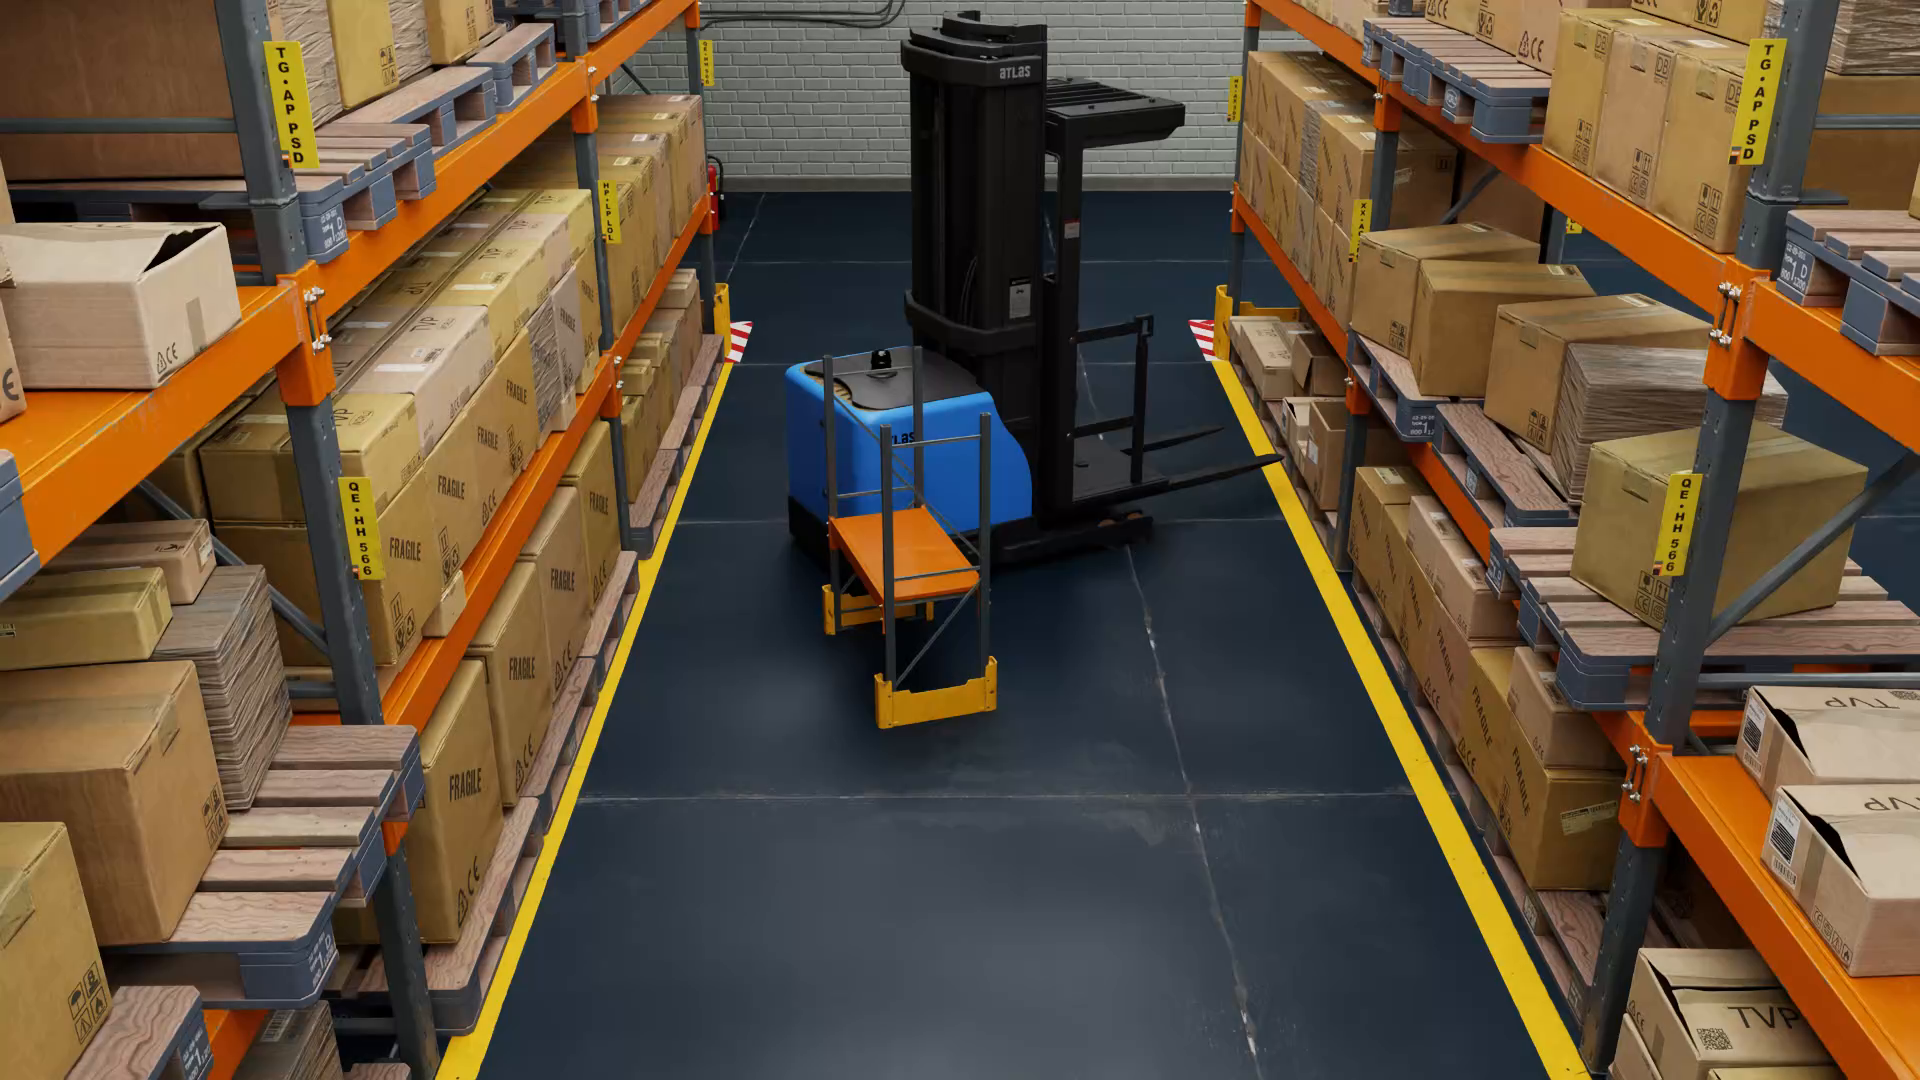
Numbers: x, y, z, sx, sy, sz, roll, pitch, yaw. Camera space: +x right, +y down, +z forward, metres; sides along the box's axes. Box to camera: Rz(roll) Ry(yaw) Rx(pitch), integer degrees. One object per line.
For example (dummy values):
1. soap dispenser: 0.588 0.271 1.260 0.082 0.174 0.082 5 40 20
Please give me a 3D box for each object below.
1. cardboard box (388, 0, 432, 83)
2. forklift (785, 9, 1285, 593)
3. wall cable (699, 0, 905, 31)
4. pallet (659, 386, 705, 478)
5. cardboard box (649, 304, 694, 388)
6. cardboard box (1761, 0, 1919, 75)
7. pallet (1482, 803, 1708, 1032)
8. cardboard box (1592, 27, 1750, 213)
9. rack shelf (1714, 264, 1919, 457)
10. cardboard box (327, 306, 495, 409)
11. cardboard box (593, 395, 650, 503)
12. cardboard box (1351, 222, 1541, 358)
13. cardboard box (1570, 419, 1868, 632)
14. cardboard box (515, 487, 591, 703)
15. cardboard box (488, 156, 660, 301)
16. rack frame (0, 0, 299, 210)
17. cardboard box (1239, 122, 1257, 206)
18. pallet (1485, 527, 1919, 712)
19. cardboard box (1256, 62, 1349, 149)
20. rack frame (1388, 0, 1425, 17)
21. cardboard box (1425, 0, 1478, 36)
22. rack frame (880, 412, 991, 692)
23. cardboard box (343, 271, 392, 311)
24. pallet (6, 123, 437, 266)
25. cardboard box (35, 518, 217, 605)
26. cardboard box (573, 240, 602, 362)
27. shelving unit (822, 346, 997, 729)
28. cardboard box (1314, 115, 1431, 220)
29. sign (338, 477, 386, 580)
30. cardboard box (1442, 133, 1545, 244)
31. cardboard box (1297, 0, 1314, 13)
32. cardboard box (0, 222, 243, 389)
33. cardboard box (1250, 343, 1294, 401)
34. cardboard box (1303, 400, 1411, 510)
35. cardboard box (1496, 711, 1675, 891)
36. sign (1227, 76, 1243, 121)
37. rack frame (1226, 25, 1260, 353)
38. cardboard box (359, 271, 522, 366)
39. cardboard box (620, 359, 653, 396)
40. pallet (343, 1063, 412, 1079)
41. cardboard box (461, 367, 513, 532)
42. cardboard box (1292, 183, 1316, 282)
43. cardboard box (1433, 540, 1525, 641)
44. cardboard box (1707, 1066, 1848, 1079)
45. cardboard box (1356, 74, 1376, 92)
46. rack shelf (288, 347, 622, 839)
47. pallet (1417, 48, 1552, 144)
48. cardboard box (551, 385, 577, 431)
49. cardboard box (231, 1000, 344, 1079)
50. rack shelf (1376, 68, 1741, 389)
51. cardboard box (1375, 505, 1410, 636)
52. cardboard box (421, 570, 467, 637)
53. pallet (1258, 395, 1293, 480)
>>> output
1. cardboard box: -2.429 -1.996 6.227 0.700 0.500 0.500 0 24 -1
2. forklift: 0.543 -1.462 9.425 3.031 2.935 1.130 -13 27 -27
3. wall cable: -2.088 -6.481 16.928 3.097 2.526 0.112 0 24 -1
4. pallet: -2.287 -0.729 11.106 1.003 0.211 1.213 0 24 -1
5. cardboard box: -2.271 -1.388 11.704 0.700 0.500 0.500 0 24 -1
6. cardboard box: 2.658 -1.605 4.684 0.500 0.500 0.500 0 24 -1
7. pallet: 2.686 1.405 6.387 1.003 0.211 1.213 0 24 -1
8. cardboard box: 2.612 -1.360 5.355 0.910 0.500 0.500 0 24 -1
9. rack shelf: 2.678 0.228 2.839 1.077 0.370 4.000 0 24 -1
10. cardboard box: -2.060 -0.681 6.200 0.500 0.250 0.500 0 24 0
11. cardboard box: -2.246 -0.543 9.834 0.700 0.500 0.500 0 24 0
12. cardboard box: 2.394 -1.246 8.235 0.700 0.500 0.500 -9 26 -18
13. cardboard box: 2.537 -0.053 5.597 0.700 0.500 0.500 -9 26 -18
14. cardboard box: -2.191 0.240 7.679 0.750 0.750 0.750 0 24 1
15. cardboard box: -2.333 -1.843 9.821 0.980 0.700 0.700 -1 24 -2
16. rack frame: -2.297 -2.267 3.843 1.000 3.000 0.127 0 24 -1
17. cardboard box: 2.310 -2.716 11.993 0.500 0.500 0.500 0 24 1
18. pallet: 2.579 0.251 5.788 1.213 0.211 1.003 0 24 -1
19. cardboard box: 2.324 -2.956 11.310 0.500 0.500 0.500 0 24 0
20. rack frame: 2.613 -3.939 7.540 1.000 3.000 0.127 0 24 -1
21. cardboard box: 2.545 -2.647 7.570 0.600 0.600 0.600 -3 24 -6
22. rack frame: -0.105 0.157 7.583 0.500 1.500 0.032 -8 25 -17
23. cardboard box: -2.572 -0.886 6.652 0.500 0.250 0.500 -1 24 -2
24. pallet: -2.357 -1.079 5.086 1.213 0.211 1.003 1 24 2
25. cardboard box: -2.263 0.067 4.520 0.380 0.149 0.250 -3 25 -7
26. cardboard box: -2.083 -1.183 8.219 0.500 0.500 0.500 -1 24 -1
27. shelving unit: -0.269 -0.045 8.030 0.587 1.500 1.083 -8 25 -17
28. cardboard box: 2.340 -2.125 9.474 0.500 0.500 0.500 -1 24 -2
29. sign: -1.754 -0.031 4.871 0.100 0.325 0.005 0 24 -1
30. cardboard box: 2.889 -1.902 8.981 0.500 0.500 0.500 0 24 1
31. cardboard box: 2.332 -3.321 9.996 0.500 0.250 0.500 0 24 -1
32. cardboard box: -2.019 -0.573 3.822 0.500 0.311 0.500 0 24 -1
33. cardboard box: 2.302 -1.164 11.487 0.500 0.250 0.500 0 24 -1
34. cardboard box: 2.323 -0.501 9.717 0.500 0.500 0.500 0 24 -1
35. cardboard box: 2.412 0.997 6.406 0.500 0.500 0.500 1 24 2
36. sign: 2.027 -3.246 12.236 0.100 0.325 0.005 0 24 -1
37. rack frame: 2.569 -2.854 12.420 1.000 3.000 0.127 0 24 -1
38. cardboard box: -2.072 -0.892 6.665 0.500 0.250 0.500 -1 24 -2
39. cardboard box: -2.067 -0.980 10.014 0.380 0.149 0.250 1 24 1
40. pallet: -2.290 2.059 4.942 1.003 0.211 1.213 0 24 -1
41. cardboard box: -2.047 -0.346 6.367 0.500 0.500 0.500 0 24 -1
42. cardboard box: 2.336 -1.880 10.146 0.500 0.500 0.500 0 24 1
43. cardboard box: 2.391 0.210 7.235 0.500 0.250 0.500 -1 24 -2
44. cardboard box: 2.383 1.682 4.537 0.500 0.311 0.500 -1 24 -2
45. cardboard box: 2.866 -2.751 10.858 0.500 0.500 0.500 0 24 1
46. rack shelf: -2.319 -0.030 7.049 1.077 0.370 4.000 0 24 -1
47. pallet: 2.564 -1.790 6.657 1.213 0.211 1.003 0 24 -1
48. cardboard box: -2.008 -0.619 7.759 0.380 0.149 0.250 0 24 -1
49. cardboard box: -2.237 1.701 4.848 0.700 0.500 0.500 0 24 0
50. rack shelf: 2.635 -1.421 6.484 1.077 0.370 4.000 0 24 -1
51. cardboard box: 2.391 0.153 8.271 0.500 0.500 0.500 0 24 0
52. cardboard box: -1.981 0.221 5.901 0.380 0.149 0.250 0 24 1
53. pallet: 2.590 -0.722 11.091 1.003 0.211 1.213 0 24 -1
